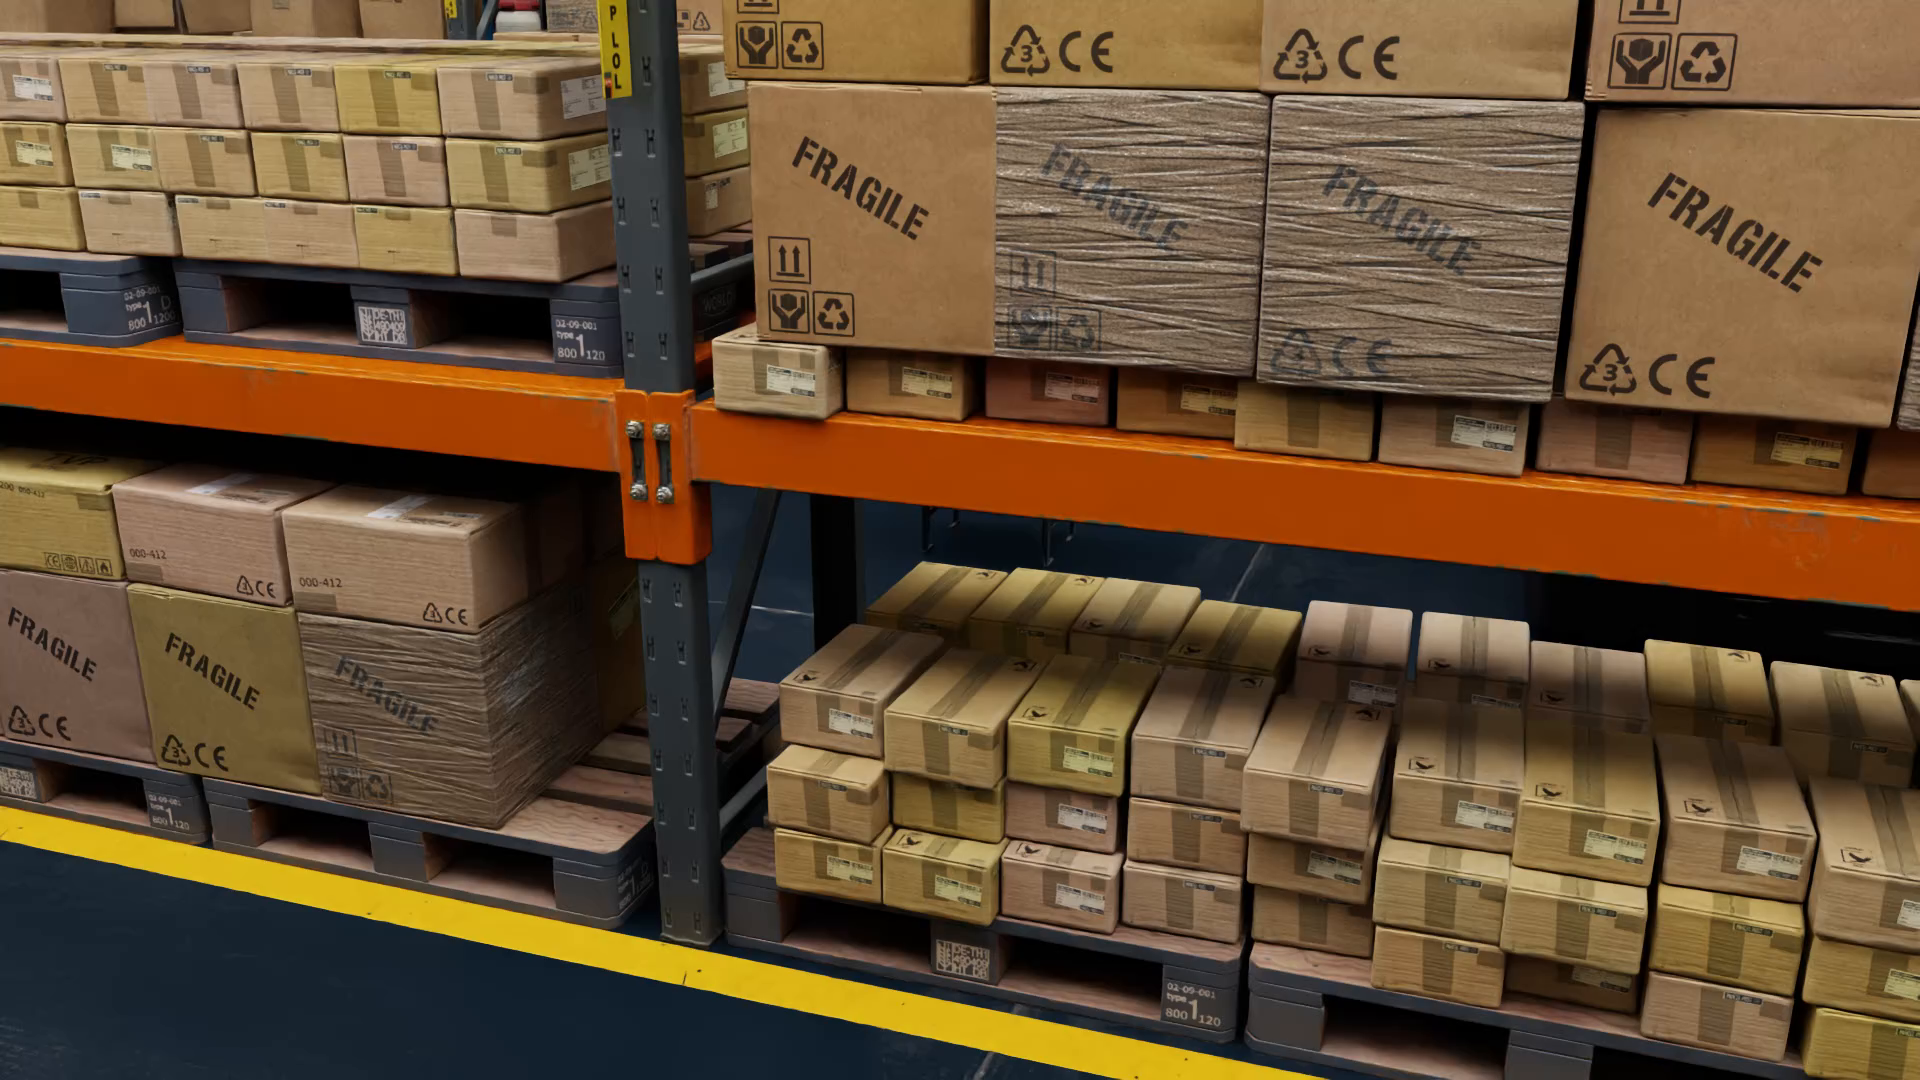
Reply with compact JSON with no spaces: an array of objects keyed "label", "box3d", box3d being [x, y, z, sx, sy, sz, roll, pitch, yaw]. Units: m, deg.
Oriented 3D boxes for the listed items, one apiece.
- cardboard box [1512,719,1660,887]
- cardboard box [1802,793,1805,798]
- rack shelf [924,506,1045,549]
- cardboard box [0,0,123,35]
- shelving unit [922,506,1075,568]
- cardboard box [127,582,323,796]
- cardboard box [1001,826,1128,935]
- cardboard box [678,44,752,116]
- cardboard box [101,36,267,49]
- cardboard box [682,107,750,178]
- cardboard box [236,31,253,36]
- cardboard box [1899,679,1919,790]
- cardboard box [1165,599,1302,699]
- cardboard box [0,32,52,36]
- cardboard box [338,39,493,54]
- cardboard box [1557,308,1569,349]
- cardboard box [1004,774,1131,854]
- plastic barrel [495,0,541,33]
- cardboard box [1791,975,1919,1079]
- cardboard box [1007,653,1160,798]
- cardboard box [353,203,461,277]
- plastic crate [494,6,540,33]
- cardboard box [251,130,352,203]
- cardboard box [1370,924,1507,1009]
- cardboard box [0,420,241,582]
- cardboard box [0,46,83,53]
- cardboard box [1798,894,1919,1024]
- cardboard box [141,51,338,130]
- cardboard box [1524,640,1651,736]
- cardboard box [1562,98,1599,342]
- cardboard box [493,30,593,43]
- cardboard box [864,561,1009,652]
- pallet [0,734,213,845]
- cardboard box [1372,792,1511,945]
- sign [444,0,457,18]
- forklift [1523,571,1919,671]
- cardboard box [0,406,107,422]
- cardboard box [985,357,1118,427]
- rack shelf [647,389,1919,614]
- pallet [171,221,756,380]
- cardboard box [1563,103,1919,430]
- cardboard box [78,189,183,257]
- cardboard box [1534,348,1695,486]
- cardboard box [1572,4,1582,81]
[{"label":"cardboard box","box3d":[1.249,0.517,3.324,0.250,0.149,0.380,7,20,18]},{"label":"cardboard box","box3d":[1.902,0.569,3.629,0.250,0.149,0.380,6,20,15]},{"label":"rack shelf","box3d":[0.156,-0.300,6.414,0.480,0.518,0.431,7,20,18]},{"label":"cardboard box","box3d":[-5.606,-3.376,10.153,1.000,1.000,1.000,7,20,18]},{"label":"shelving unit","box3d":[0.156,-0.974,6.179,0.503,2.100,0.431,7,20,18]},{"label":"cardboard box","box3d":[-1.743,0.297,4.327,0.500,0.500,0.500,6,20,17]},{"label":"cardboard box","box3d":[0.265,0.699,3.708,0.250,0.149,0.380,6,20,18]},{"label":"cardboard box","box3d":[-0.698,-1.174,4.227,0.250,0.149,0.380,8,21,21]},{"label":"cardboard box","box3d":[-2.175,-1.341,4.707,0.250,0.149,0.380,7,20,20]},{"label":"cardboard box","box3d":[-0.698,-1.034,4.276,0.250,0.149,0.380,7,20,19]},{"label":"cardboard box","box3d":[-4.196,-2.822,9.682,0.258,0.266,0.396,6,20,17]},{"label":"cardboard box","box3d":[2.161,0.448,3.522,0.250,0.149,0.380,6,20,15]},{"label":"cardboard box","box3d":[0.656,0.289,3.980,0.250,0.149,0.380,7,20,20]},{"label":"cardboard box","box3d":[-2.904,-1.426,4.951,0.250,0.149,0.380,7,20,20]},{"label":"cardboard box","box3d":[-1.439,-1.259,4.469,0.250,0.149,0.380,6,20,17]},{"label":"cardboard box","box3d":[1.371,-0.405,3.562,0.250,0.149,0.380,7,20,19]},{"label":"cardboard box","box3d":[0.271,0.533,3.732,0.250,0.149,0.380,6,20,18]},{"label":"plastic barrel","box3d":[-3.853,-4.456,14.596,0.433,0.535,0.433,0,19,0]},{"label":"cardboard box","box3d":[1.740,0.878,3.194,0.250,0.149,0.380,6,20,16]},{"label":"cardboard box","box3d":[0.277,0.401,3.659,0.250,0.149,0.380,6,20,17]},{"label":"cardboard box","box3d":[-1.162,-0.717,3.819,0.250,0.149,0.380,7,20,18]},{"label":"plastic crate","box3d":[-4.127,-4.636,15.223,0.583,0.464,0.402,7,20,18]},{"label":"cardboard box","box3d":[-1.400,-0.885,3.851,0.250,0.149,0.380,7,21,20]},{"label":"cardboard box","box3d":[1.001,0.787,3.455,0.250,0.149,0.380,6,20,17]},{"label":"cardboard box","box3d":[-2.248,-0.114,4.367,0.500,0.250,0.500,6,20,16]},{"label":"cardboard box","box3d":[-2.406,-1.141,4.132,0.250,0.149,0.380,6,20,17]},{"label":"cardboard box","box3d":[1.725,0.736,3.150,0.250,0.149,0.380,7,20,19]},{"label":"cardboard box","box3d":[-1.665,-1.057,3.891,0.250,0.149,0.380,6,20,18]},{"label":"cardboard box","box3d":[1.400,0.375,3.731,0.250,0.149,0.380,7,20,18]},{"label":"cardboard box","box3d":[1.513,-0.678,3.360,0.500,0.500,0.500,6,20,17]},{"label":"cardboard box","box3d":[-2.162,-2.501,9.043,0.500,0.500,0.500,7,20,20]},{"label":"cardboard box","box3d":[-0.055,0.197,4.245,0.250,0.149,0.380,7,20,20]},{"label":"pallet","box3d":[-2.369,0.474,4.896,1.213,0.211,1.003,7,20,18]},{"label":"cardboard box","box3d":[0.995,0.647,3.405,0.250,0.149,0.380,6,20,18]},{"label":"sign","box3d":[-2.701,-2.931,8.788,0.005,0.325,0.100,7,20,18]},{"label":"forklift","box3d":[3.485,-1.019,5.144,3.031,2.867,1.129,5,20,15]},{"label":"cardboard box","box3d":[-2.567,-0.329,4.983,0.500,0.250,0.500,7,20,19]},{"label":"cardboard box","box3d":[0.221,-0.360,3.433,0.250,0.149,0.380,6,20,16]},{"label":"rack shelf","box3d":[1.413,-0.072,3.319,4.000,0.370,1.077,7,20,18]},{"label":"pallet","box3d":[-1.151,-0.665,4.219,1.213,0.211,1.003,7,20,18]},{"label":"cardboard box","box3d":[1.359,-0.518,2.902,0.500,0.500,0.500,8,21,21]},{"label":"cardboard box","box3d":[-1.898,-0.800,4.057,0.250,0.149,0.380,6,20,16]},{"label":"cardboard box","box3d":[1.212,-0.235,3.076,0.250,0.149,0.380,7,21,20]},{"label":"cardboard box","box3d":[1.025,-1.207,3.359,0.500,0.500,0.500,7,20,19]}]
